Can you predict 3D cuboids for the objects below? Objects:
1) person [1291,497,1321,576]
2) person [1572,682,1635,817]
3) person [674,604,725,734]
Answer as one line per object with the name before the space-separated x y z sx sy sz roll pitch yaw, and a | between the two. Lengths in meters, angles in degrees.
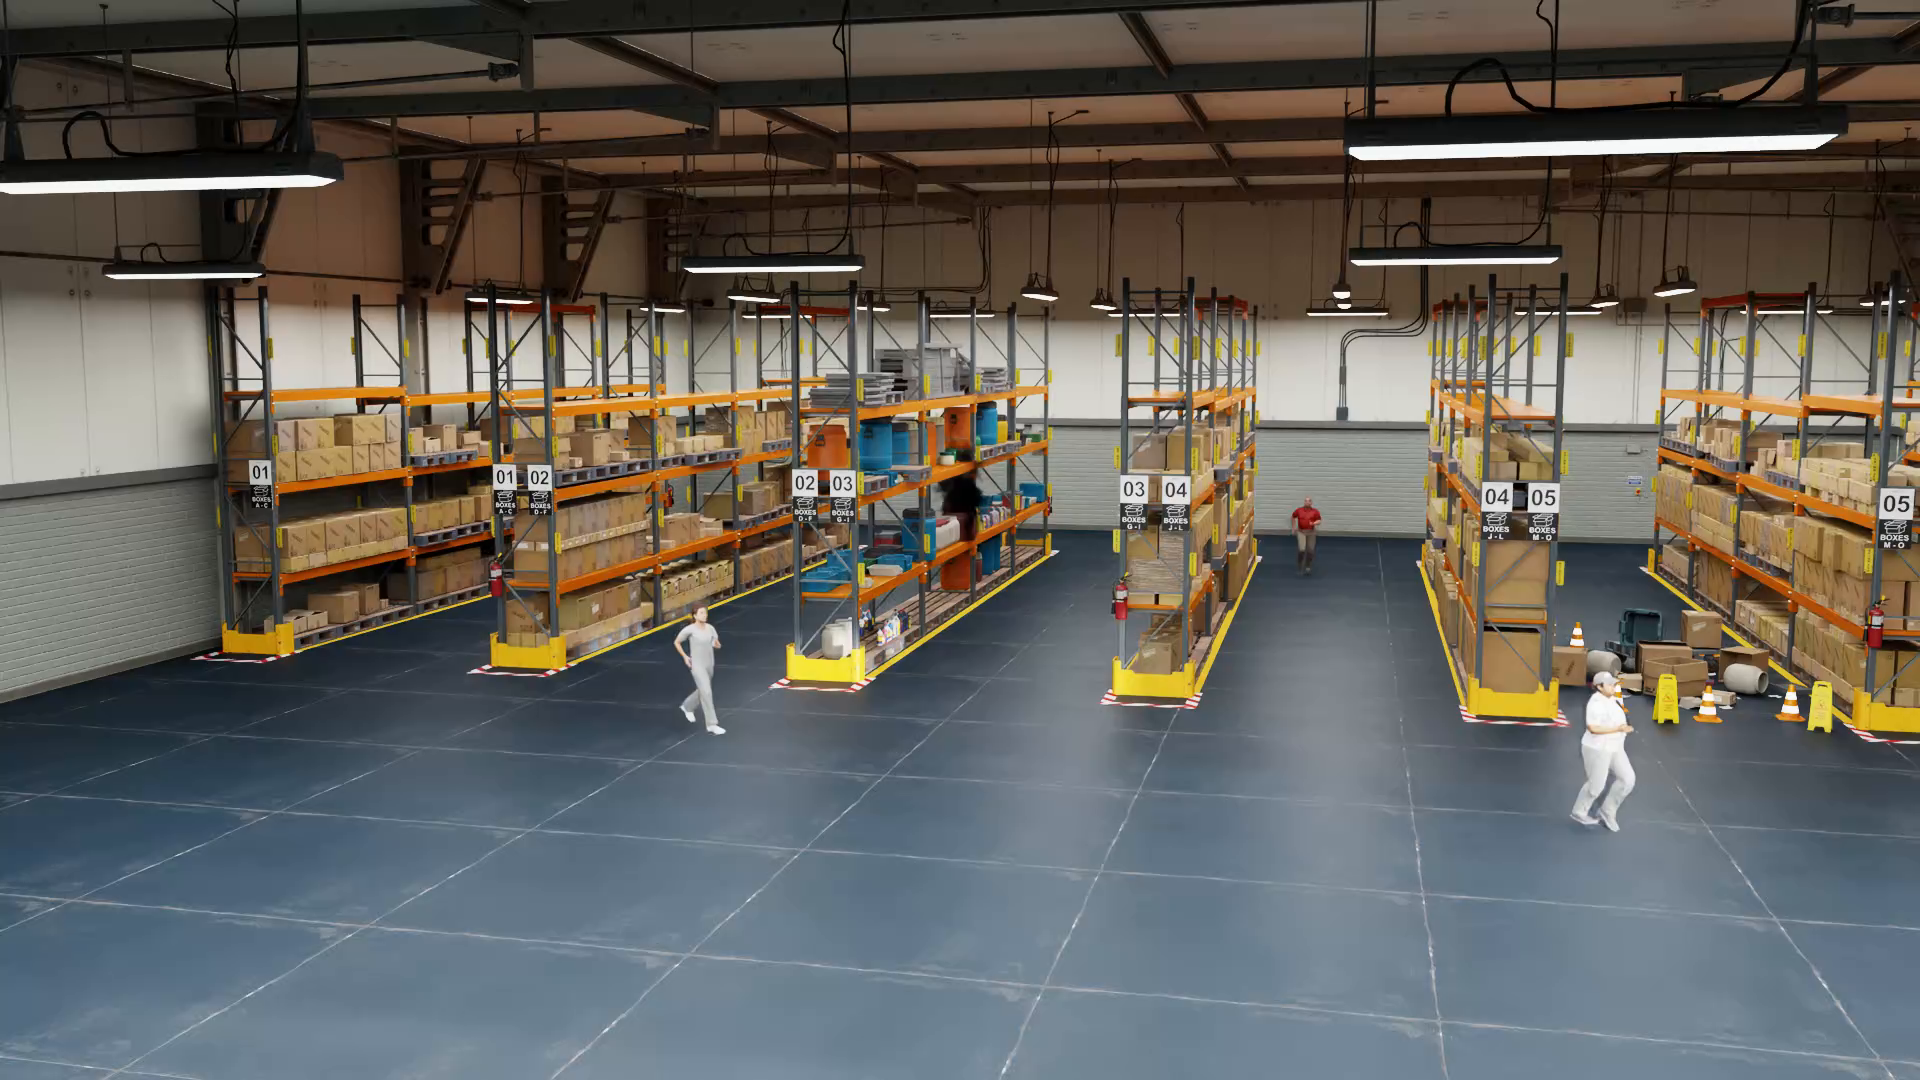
person | 7.676 -0.070 36.860 0.637 1.778 0.744 1 7 6
person | 6.726 2.155 17.286 0.583 1.525 0.643 -5 8 -39
person | -3.390 1.656 21.755 0.970 1.651 0.565 6 9 41
